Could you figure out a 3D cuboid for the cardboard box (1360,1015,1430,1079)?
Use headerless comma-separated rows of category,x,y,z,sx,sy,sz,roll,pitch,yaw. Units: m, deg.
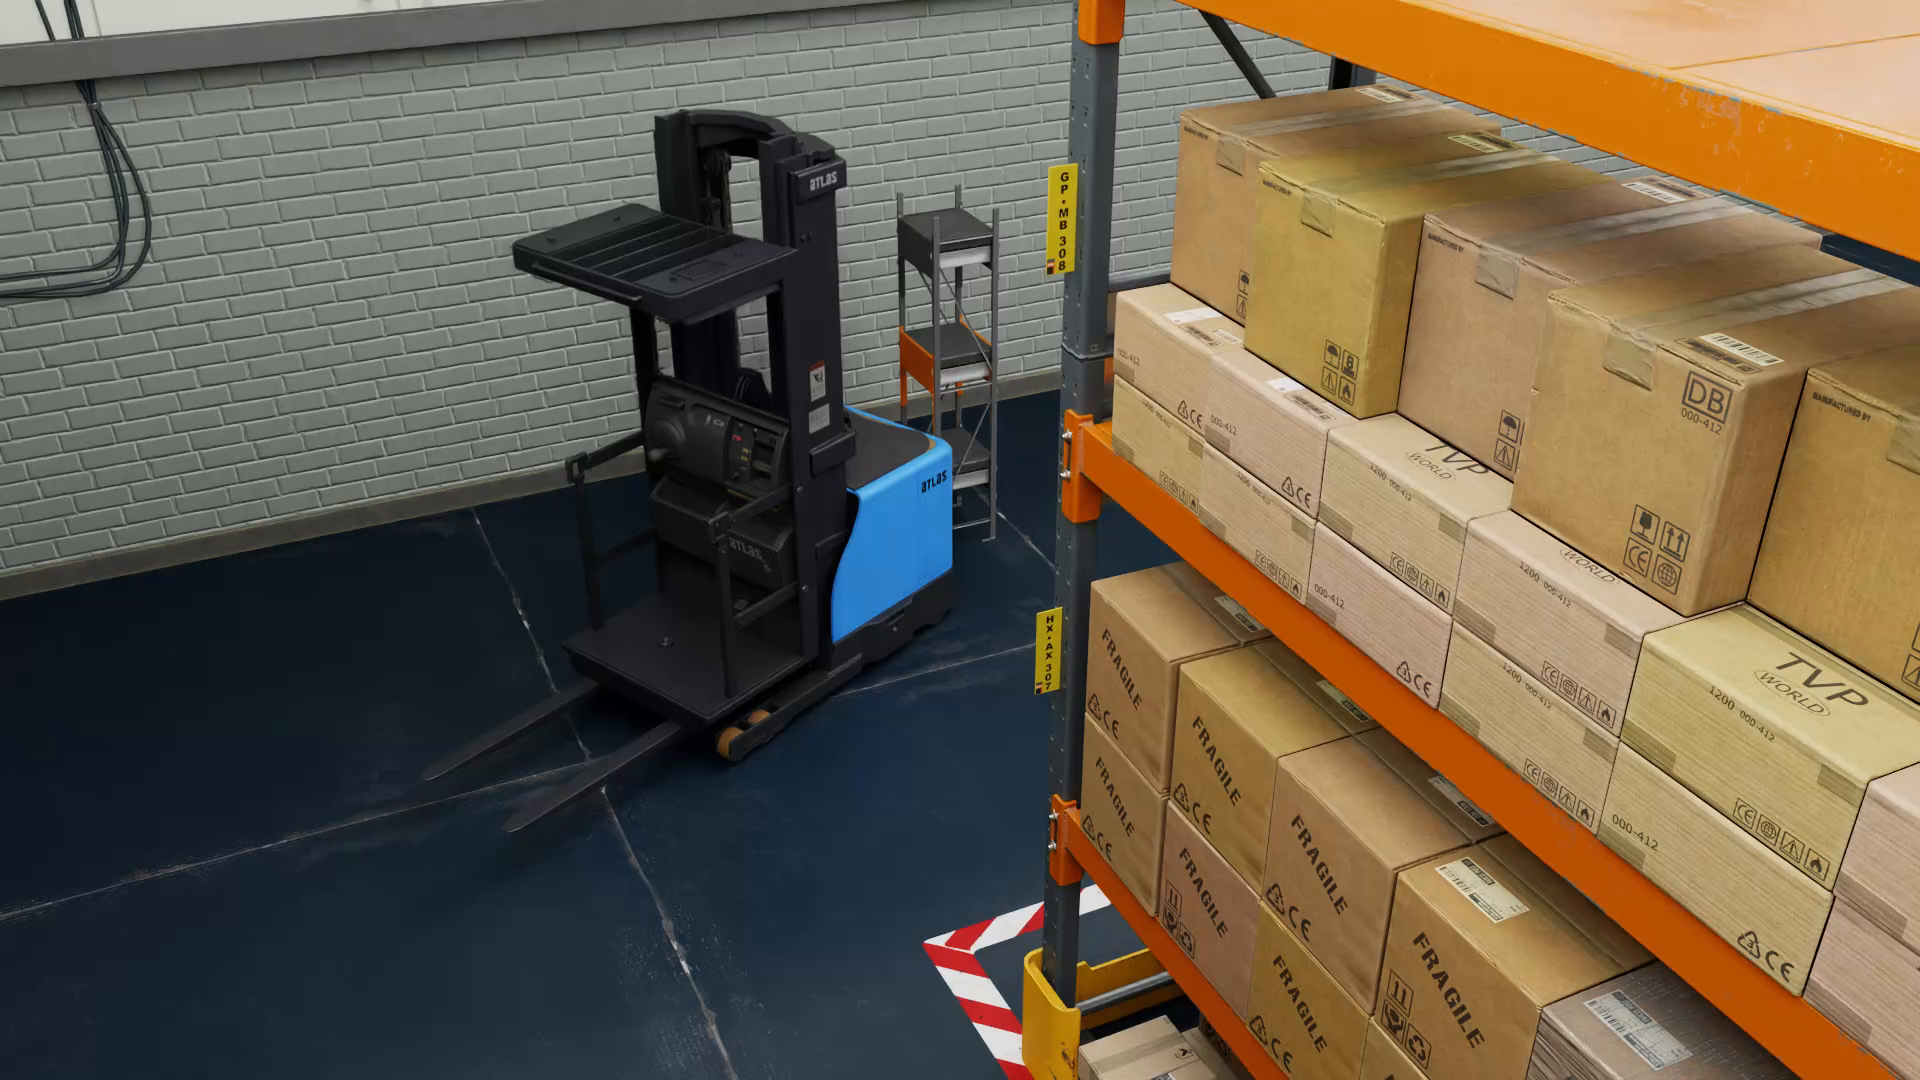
cardboard box,1.395,1.517,4.349,0.500,0.500,0.500,-13,32,-21

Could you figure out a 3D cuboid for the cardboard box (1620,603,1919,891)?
cardboard box,1.630,0.344,3.118,0.500,0.250,0.500,-13,32,-22

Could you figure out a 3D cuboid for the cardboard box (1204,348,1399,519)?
cardboard box,0.984,-0.318,4.299,0.500,0.250,0.500,-13,32,-22

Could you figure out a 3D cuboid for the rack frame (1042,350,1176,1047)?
rack frame,0.791,0.639,6.017,1.000,3.000,0.127,-13,32,-22

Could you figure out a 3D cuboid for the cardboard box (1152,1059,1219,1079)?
cardboard box,0.767,2.050,5.947,0.380,0.166,0.250,-13,32,-22

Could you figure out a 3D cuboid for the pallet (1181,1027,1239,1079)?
pallet,1.167,2.241,6.011,1.003,0.211,1.213,-13,32,-22

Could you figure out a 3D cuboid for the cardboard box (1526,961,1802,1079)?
cardboard box,1.619,1.309,3.698,0.500,0.500,0.500,-13,32,-22

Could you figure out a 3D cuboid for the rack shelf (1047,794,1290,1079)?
rack shelf,1.649,1.836,4.617,1.077,0.370,4.000,-13,32,-22

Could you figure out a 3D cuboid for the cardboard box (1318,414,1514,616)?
cardboard box,1.205,-0.099,3.907,0.500,0.250,0.500,-13,32,-22

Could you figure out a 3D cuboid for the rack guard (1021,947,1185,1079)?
rack guard,0.823,1.763,6.568,1.175,0.500,0.348,-13,32,-22

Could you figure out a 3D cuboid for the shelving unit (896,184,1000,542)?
shelving unit,-0.071,-0.989,9.840,0.431,2.100,0.503,-13,32,-22

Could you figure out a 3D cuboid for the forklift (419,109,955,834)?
forklift,-1.336,-0.454,8.036,1.130,2.935,3.031,21,36,33

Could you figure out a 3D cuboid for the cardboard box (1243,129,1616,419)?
cardboard box,1.164,-0.687,4.190,0.700,0.500,0.500,-13,32,-22

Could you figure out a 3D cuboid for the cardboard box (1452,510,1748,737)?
cardboard box,1.416,0.123,3.512,0.500,0.250,0.500,-13,32,-22

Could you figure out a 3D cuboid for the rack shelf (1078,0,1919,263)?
rack shelf,1.649,-0.779,3.151,1.077,0.370,4.000,-13,32,-22

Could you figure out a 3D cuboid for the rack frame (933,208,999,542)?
rack frame,0.034,-0.881,9.648,0.400,2.100,0.015,-13,32,-22

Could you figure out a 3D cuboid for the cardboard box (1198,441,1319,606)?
cardboard box,0.985,-0.100,4.421,0.500,0.250,0.500,-13,32,-22

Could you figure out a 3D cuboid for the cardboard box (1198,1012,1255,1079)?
cardboard box,1.247,1.726,6.184,0.500,0.500,0.500,-13,32,-22

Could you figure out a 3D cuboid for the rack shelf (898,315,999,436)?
rack shelf,-0.071,-0.977,9.846,0.431,0.518,0.480,-13,32,-22

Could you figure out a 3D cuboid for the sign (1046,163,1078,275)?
sign,0.301,-0.937,4.866,0.100,0.325,0.005,-13,32,-22

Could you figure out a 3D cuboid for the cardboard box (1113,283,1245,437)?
cardboard box,0.776,-0.541,4.695,0.500,0.250,0.500,-13,32,-22

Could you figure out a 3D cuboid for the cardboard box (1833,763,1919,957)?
cardboard box,1.842,0.565,2.723,0.500,0.250,0.500,-13,32,-22

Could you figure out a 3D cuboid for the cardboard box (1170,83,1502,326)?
cardboard box,1.026,-0.926,4.616,0.700,0.500,0.500,-13,32,-22

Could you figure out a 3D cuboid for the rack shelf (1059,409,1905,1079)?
rack shelf,1.649,0.528,3.884,1.077,0.370,4.000,-13,32,-22

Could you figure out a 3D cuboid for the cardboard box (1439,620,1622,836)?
cardboard box,1.421,0.340,3.636,0.500,0.250,0.500,-13,32,-22

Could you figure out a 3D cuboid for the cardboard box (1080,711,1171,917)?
cardboard box,0.743,0.847,5.544,0.500,0.500,0.500,-12,32,-21

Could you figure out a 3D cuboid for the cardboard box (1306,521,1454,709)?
cardboard box,1.201,0.120,4.028,0.500,0.250,0.500,-13,32,-22

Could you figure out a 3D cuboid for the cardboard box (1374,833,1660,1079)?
cardboard box,1.404,1.086,4.095,0.500,0.500,0.500,-13,32,-22

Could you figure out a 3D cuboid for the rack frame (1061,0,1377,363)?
rack frame,0.791,-1.978,4.549,1.000,3.000,0.127,-13,32,-22

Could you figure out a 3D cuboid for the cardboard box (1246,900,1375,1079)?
cardboard box,1.182,1.296,4.743,0.500,0.500,0.500,-13,32,-22

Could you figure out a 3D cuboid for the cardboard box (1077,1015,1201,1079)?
cardboard box,0.660,1.948,6.148,0.380,0.149,0.250,-13,32,-22

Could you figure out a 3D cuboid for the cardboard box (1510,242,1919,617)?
cardboard box,1.606,-0.248,3.407,0.700,0.500,0.500,-13,32,-22

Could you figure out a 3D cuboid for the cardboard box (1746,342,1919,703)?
cardboard box,1.958,-0.059,3.070,0.700,0.500,0.500,-13,32,-22

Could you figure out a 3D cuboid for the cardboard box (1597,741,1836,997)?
cardboard box,1.632,0.562,3.241,0.500,0.250,0.500,-13,32,-22

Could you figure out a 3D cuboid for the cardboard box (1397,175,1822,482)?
cardboard box,1.476,-0.489,3.836,0.700,0.500,0.500,-13,32,-22

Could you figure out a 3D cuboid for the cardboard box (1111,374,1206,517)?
cardboard box,0.782,-0.324,4.820,0.500,0.250,0.500,-13,32,-22

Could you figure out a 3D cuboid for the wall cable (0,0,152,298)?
wall cable,-5.787,-2.155,8.040,3.097,2.526,0.112,-13,32,-22

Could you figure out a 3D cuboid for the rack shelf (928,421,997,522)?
rack shelf,-0.071,-0.367,10.189,0.431,0.518,0.480,-13,32,-22

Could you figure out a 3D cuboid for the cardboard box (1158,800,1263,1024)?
cardboard box,0.969,1.073,5.140,0.500,0.500,0.500,-13,32,-22

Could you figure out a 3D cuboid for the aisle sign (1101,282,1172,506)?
aisle sign,0.496,-0.464,5.325,0.394,0.787,0.004,-13,32,-22

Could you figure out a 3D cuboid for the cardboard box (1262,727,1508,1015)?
cardboard box,1.185,0.862,4.495,0.500,0.500,0.500,-13,32,-21

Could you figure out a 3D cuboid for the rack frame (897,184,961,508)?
rack frame,-0.176,-1.097,10.032,0.400,2.100,0.015,-13,32,-22

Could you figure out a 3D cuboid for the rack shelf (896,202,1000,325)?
rack shelf,-0.071,-1.588,9.504,0.431,0.518,0.480,-13,32,-22

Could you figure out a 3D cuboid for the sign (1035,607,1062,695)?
sign,0.301,0.375,5.602,0.100,0.325,0.005,-13,32,-22

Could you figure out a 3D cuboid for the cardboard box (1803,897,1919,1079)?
cardboard box,1.854,0.781,2.850,0.500,0.250,0.500,-13,32,-22

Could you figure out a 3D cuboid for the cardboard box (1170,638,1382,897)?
cardboard box,0.974,0.640,4.891,0.500,0.500,0.500,-13,32,-21

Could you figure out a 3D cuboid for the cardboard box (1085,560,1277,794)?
cardboard box,0.743,0.410,5.299,0.500,0.500,0.500,-12,31,-20
